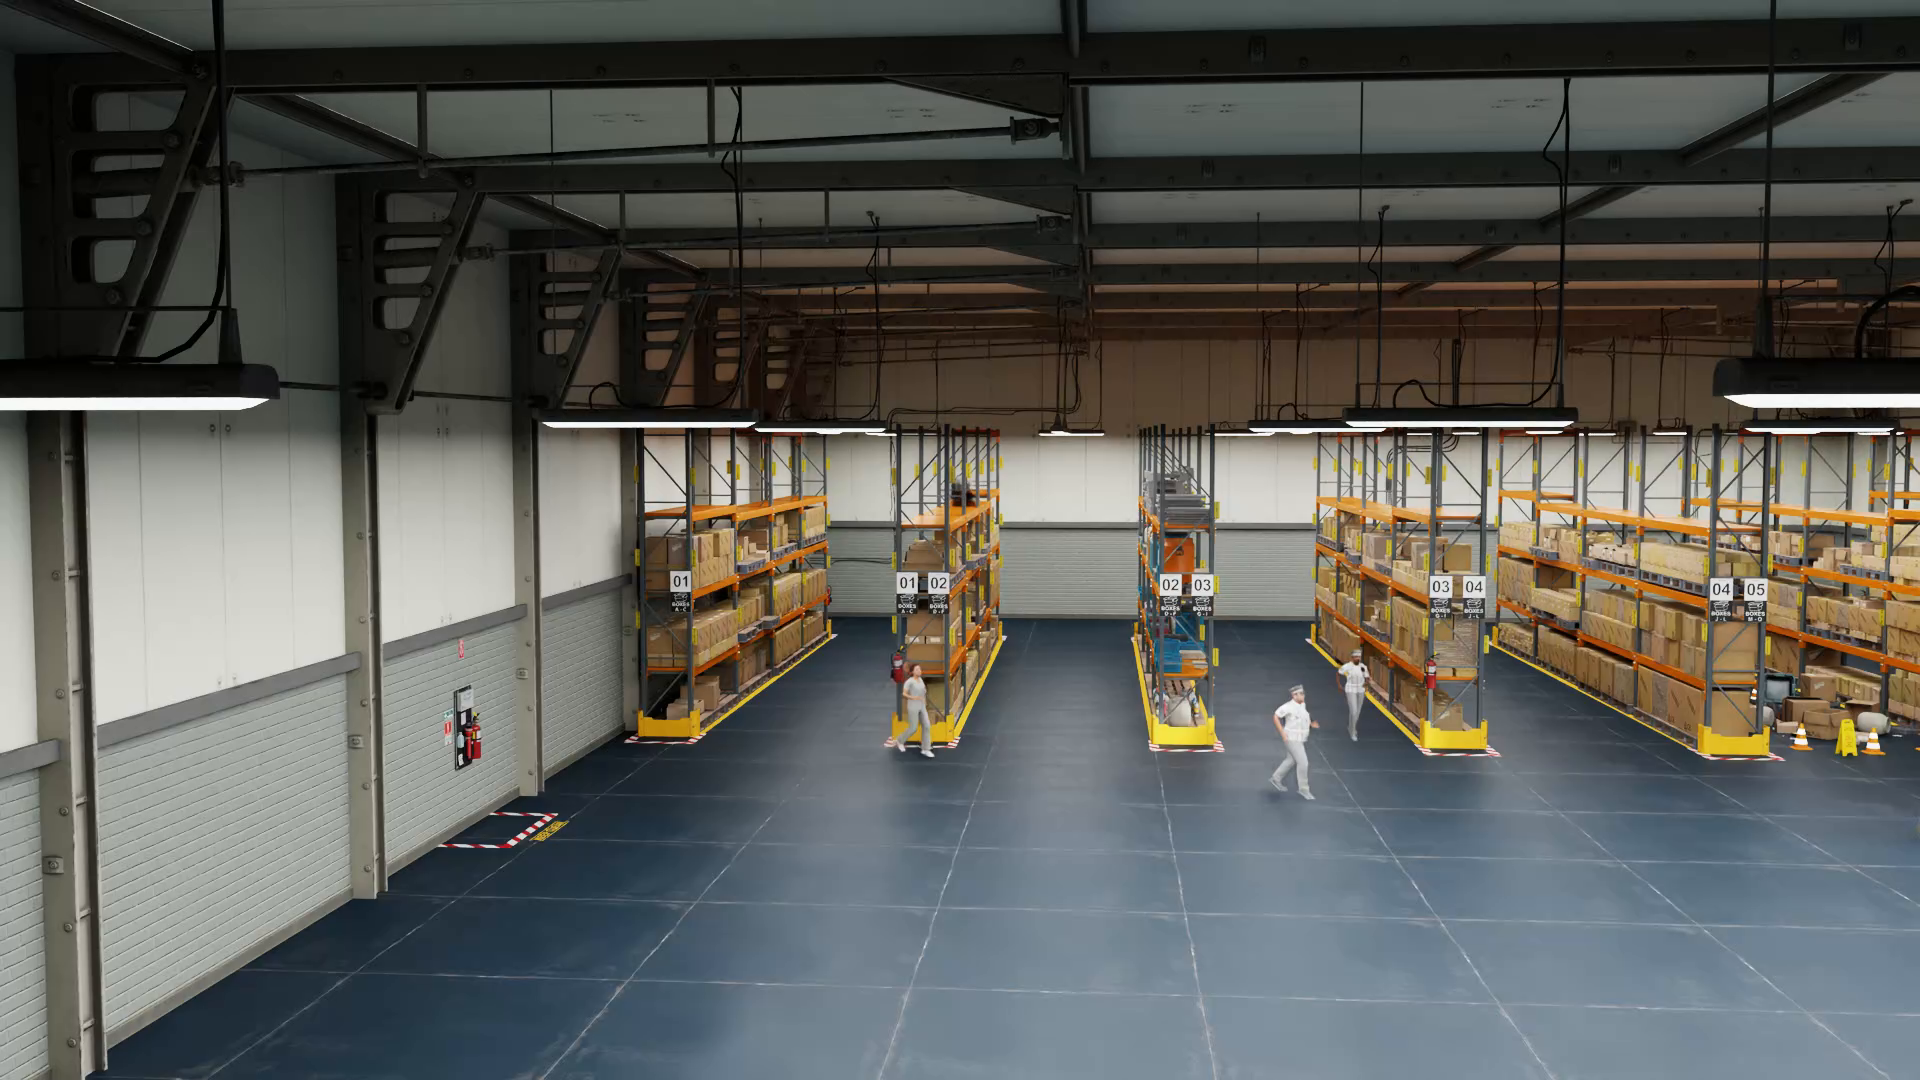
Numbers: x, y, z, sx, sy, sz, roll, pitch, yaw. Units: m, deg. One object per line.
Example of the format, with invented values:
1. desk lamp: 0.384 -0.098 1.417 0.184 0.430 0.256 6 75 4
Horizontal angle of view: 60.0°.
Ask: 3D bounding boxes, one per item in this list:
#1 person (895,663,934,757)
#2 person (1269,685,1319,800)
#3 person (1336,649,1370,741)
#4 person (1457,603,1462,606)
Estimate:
1. person: -0.818 3.055 30.004 0.855 1.676 0.590 3 4 38
2. person: 5.358 3.214 26.670 0.852 1.826 0.650 2 4 32
3. person: 7.557 2.959 31.879 0.597 1.757 0.709 0 3 -7
4. person: 13.703 2.098 46.505 0.676 1.596 0.634 2 4 27
